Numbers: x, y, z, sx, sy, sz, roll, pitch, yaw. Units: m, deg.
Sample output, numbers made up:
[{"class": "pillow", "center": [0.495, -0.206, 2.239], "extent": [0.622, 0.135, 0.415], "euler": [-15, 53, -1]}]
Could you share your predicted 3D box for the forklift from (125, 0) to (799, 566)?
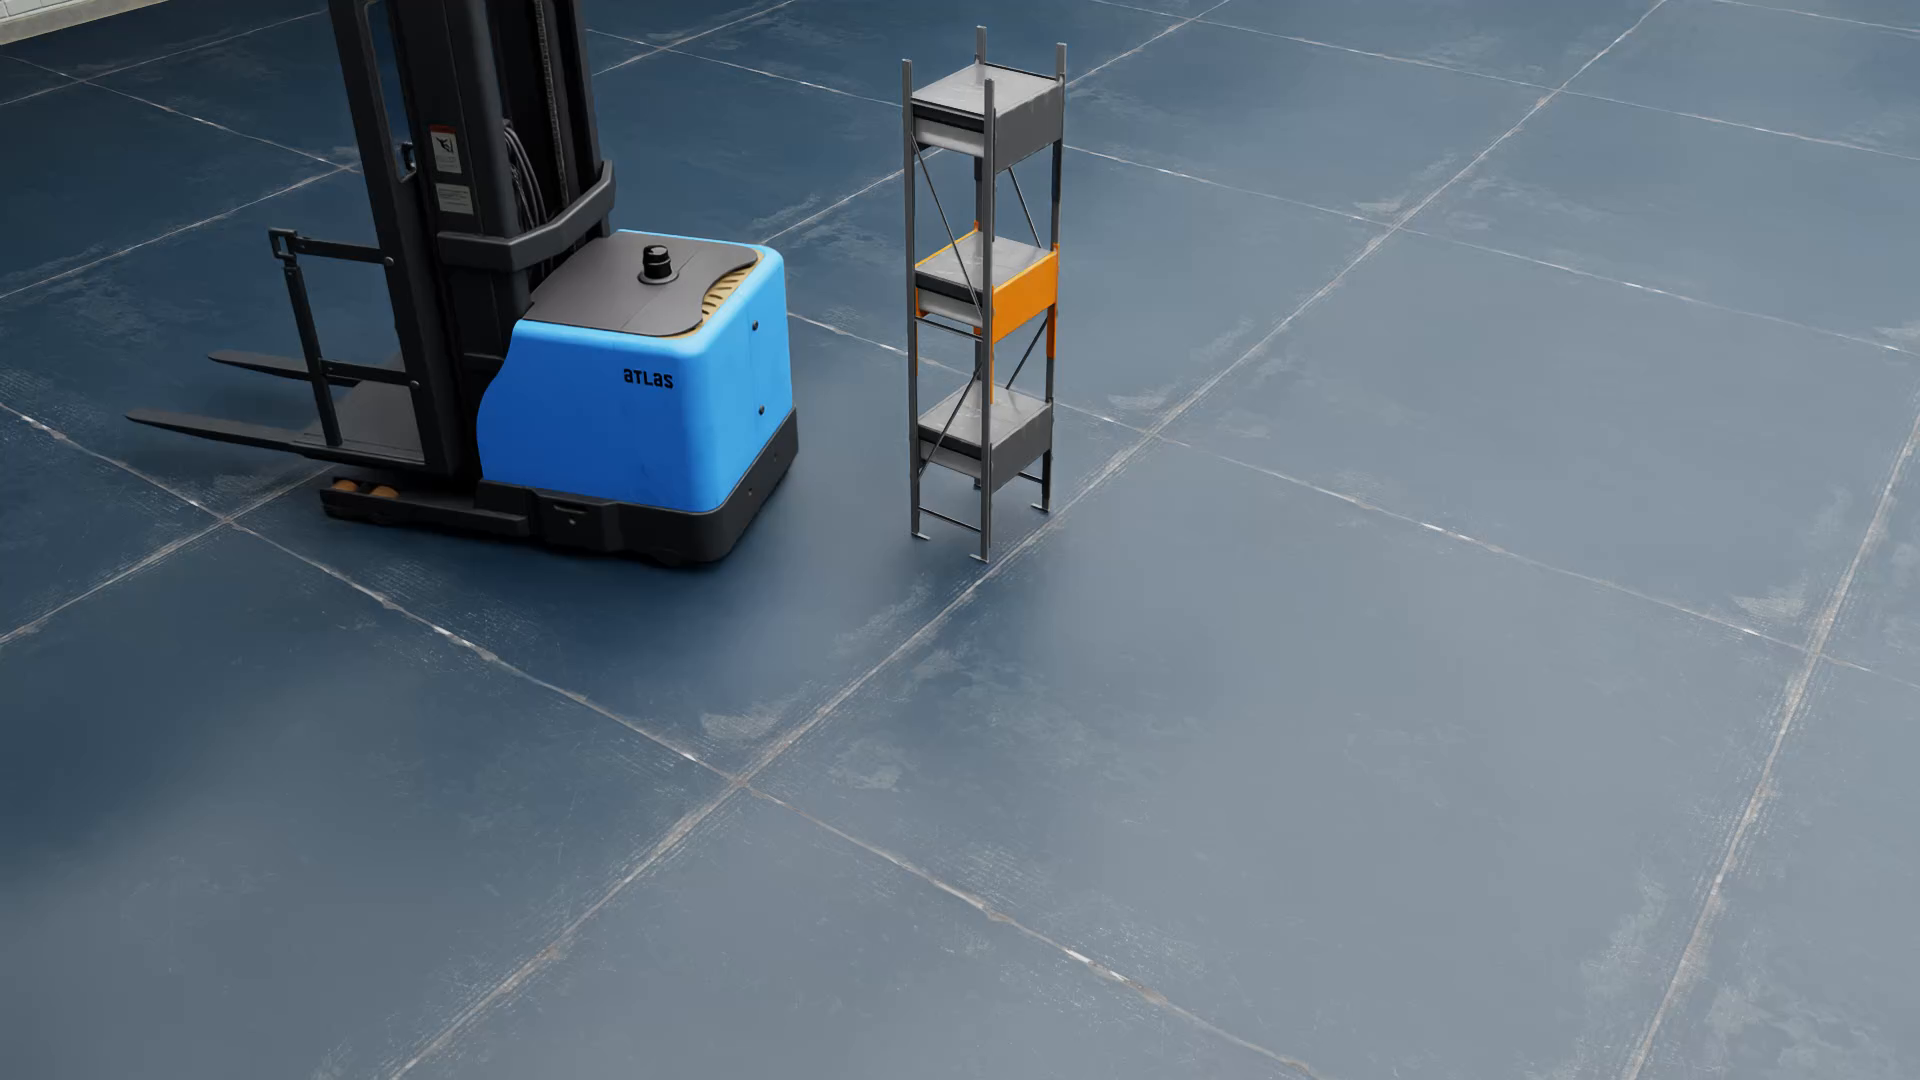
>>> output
[{"class": "forklift", "center": [-2.326, -1.557, 6.937], "extent": [3.031, 2.935, 1.130], "euler": [9, 35, 13]}]

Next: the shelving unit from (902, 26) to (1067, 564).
[{"class": "shelving unit", "center": [0.094, -0.946, 6.774], "extent": [0.431, 2.100, 0.503], "euler": [21, 39, 28]}]

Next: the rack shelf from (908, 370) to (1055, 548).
[{"class": "rack shelf", "center": [0.094, -0.355, 7.174], "extent": [0.431, 0.518, 0.480], "euler": [21, 39, 28]}]

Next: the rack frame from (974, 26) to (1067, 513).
[{"class": "rack frame", "center": [0.234, -1.058, 6.940], "extent": [0.400, 2.100, 0.015], "euler": [21, 39, 28]}]

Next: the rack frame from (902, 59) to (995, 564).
[{"class": "rack frame", "center": [-0.045, -0.834, 6.608], "extent": [0.400, 2.100, 0.015], "euler": [21, 39, 28]}]

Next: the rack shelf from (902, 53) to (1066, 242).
[{"class": "rack shelf", "center": [0.094, -1.515, 6.390], "extent": [0.431, 0.518, 0.480], "euler": [21, 39, 28]}]

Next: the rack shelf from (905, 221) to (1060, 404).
[{"class": "rack shelf", "center": [0.094, -0.935, 6.782], "extent": [0.431, 0.518, 0.480], "euler": [21, 39, 28]}]
